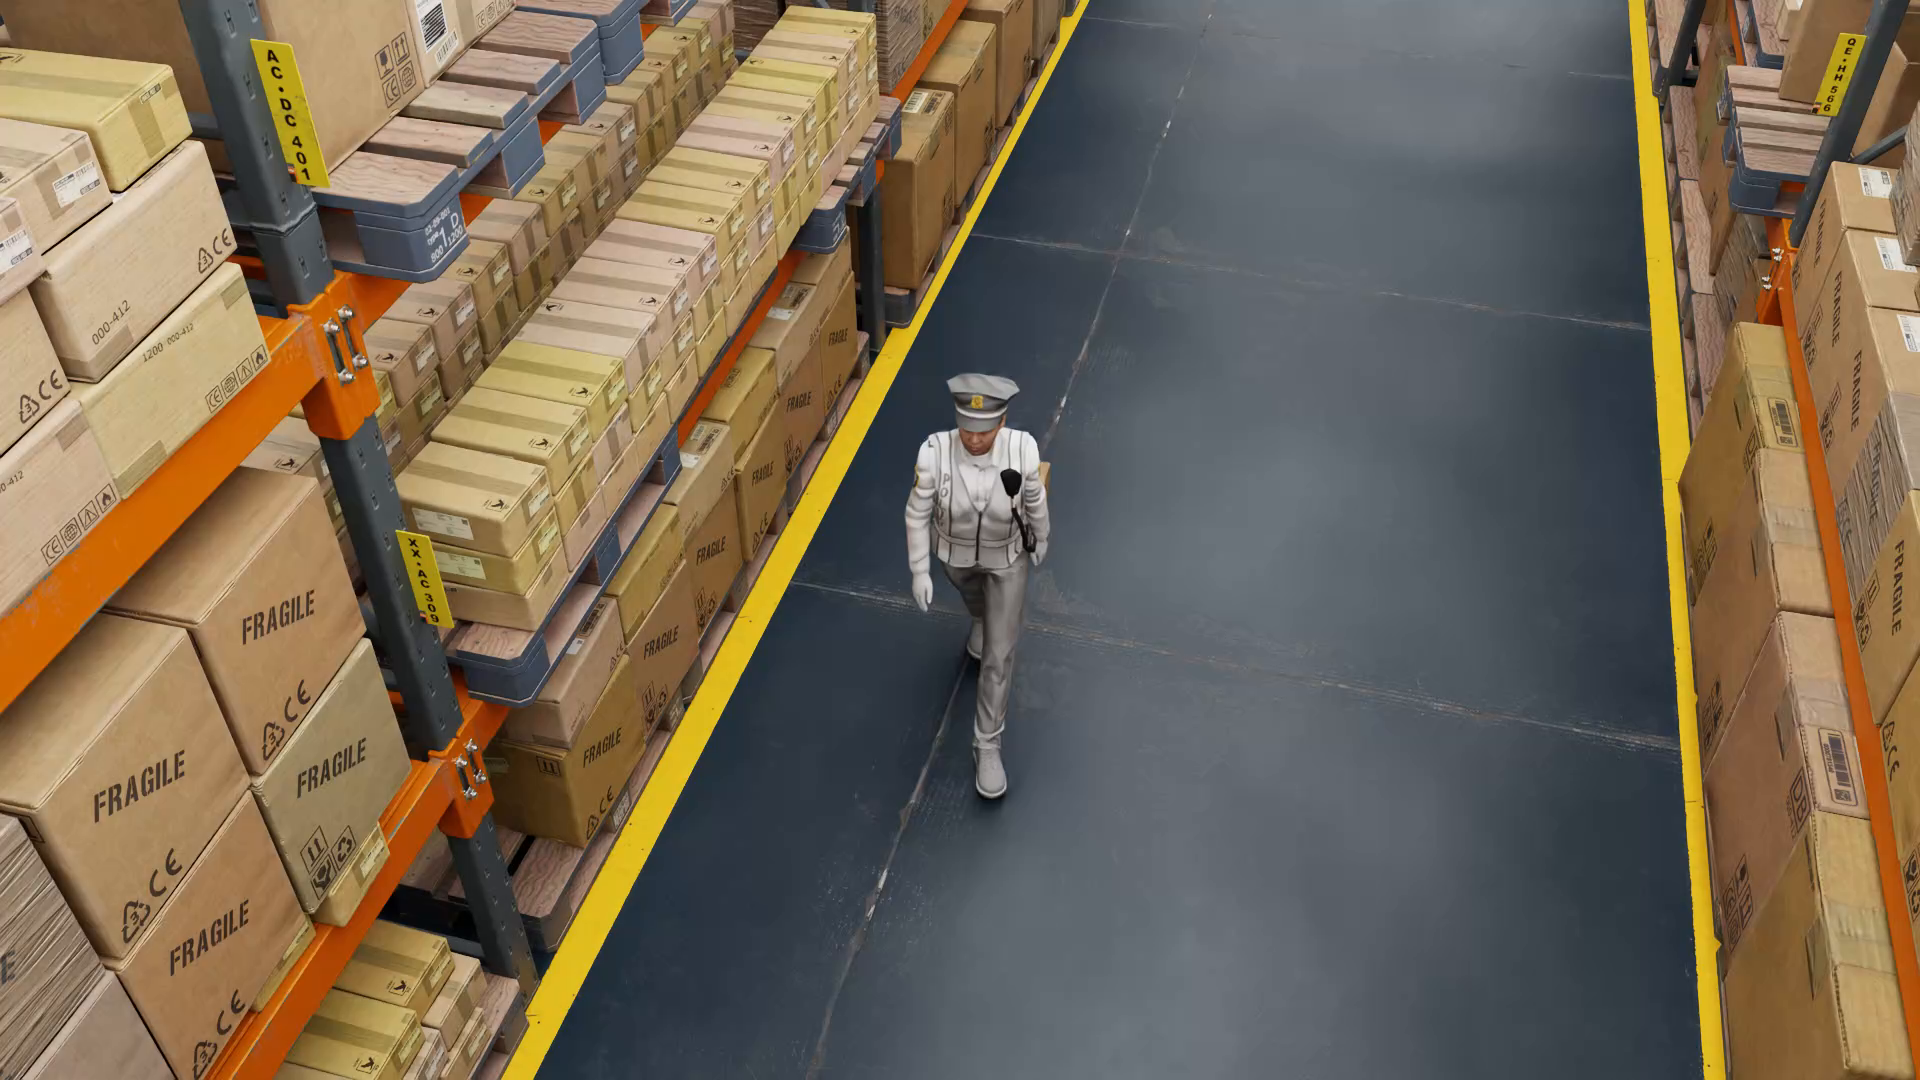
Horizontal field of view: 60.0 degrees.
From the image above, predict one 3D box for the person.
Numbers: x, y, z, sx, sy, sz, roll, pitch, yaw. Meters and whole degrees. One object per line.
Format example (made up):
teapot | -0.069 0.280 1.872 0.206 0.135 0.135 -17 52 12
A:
person | 0.058 0.049 6.082 0.515 1.610 1.013 5 41 6
